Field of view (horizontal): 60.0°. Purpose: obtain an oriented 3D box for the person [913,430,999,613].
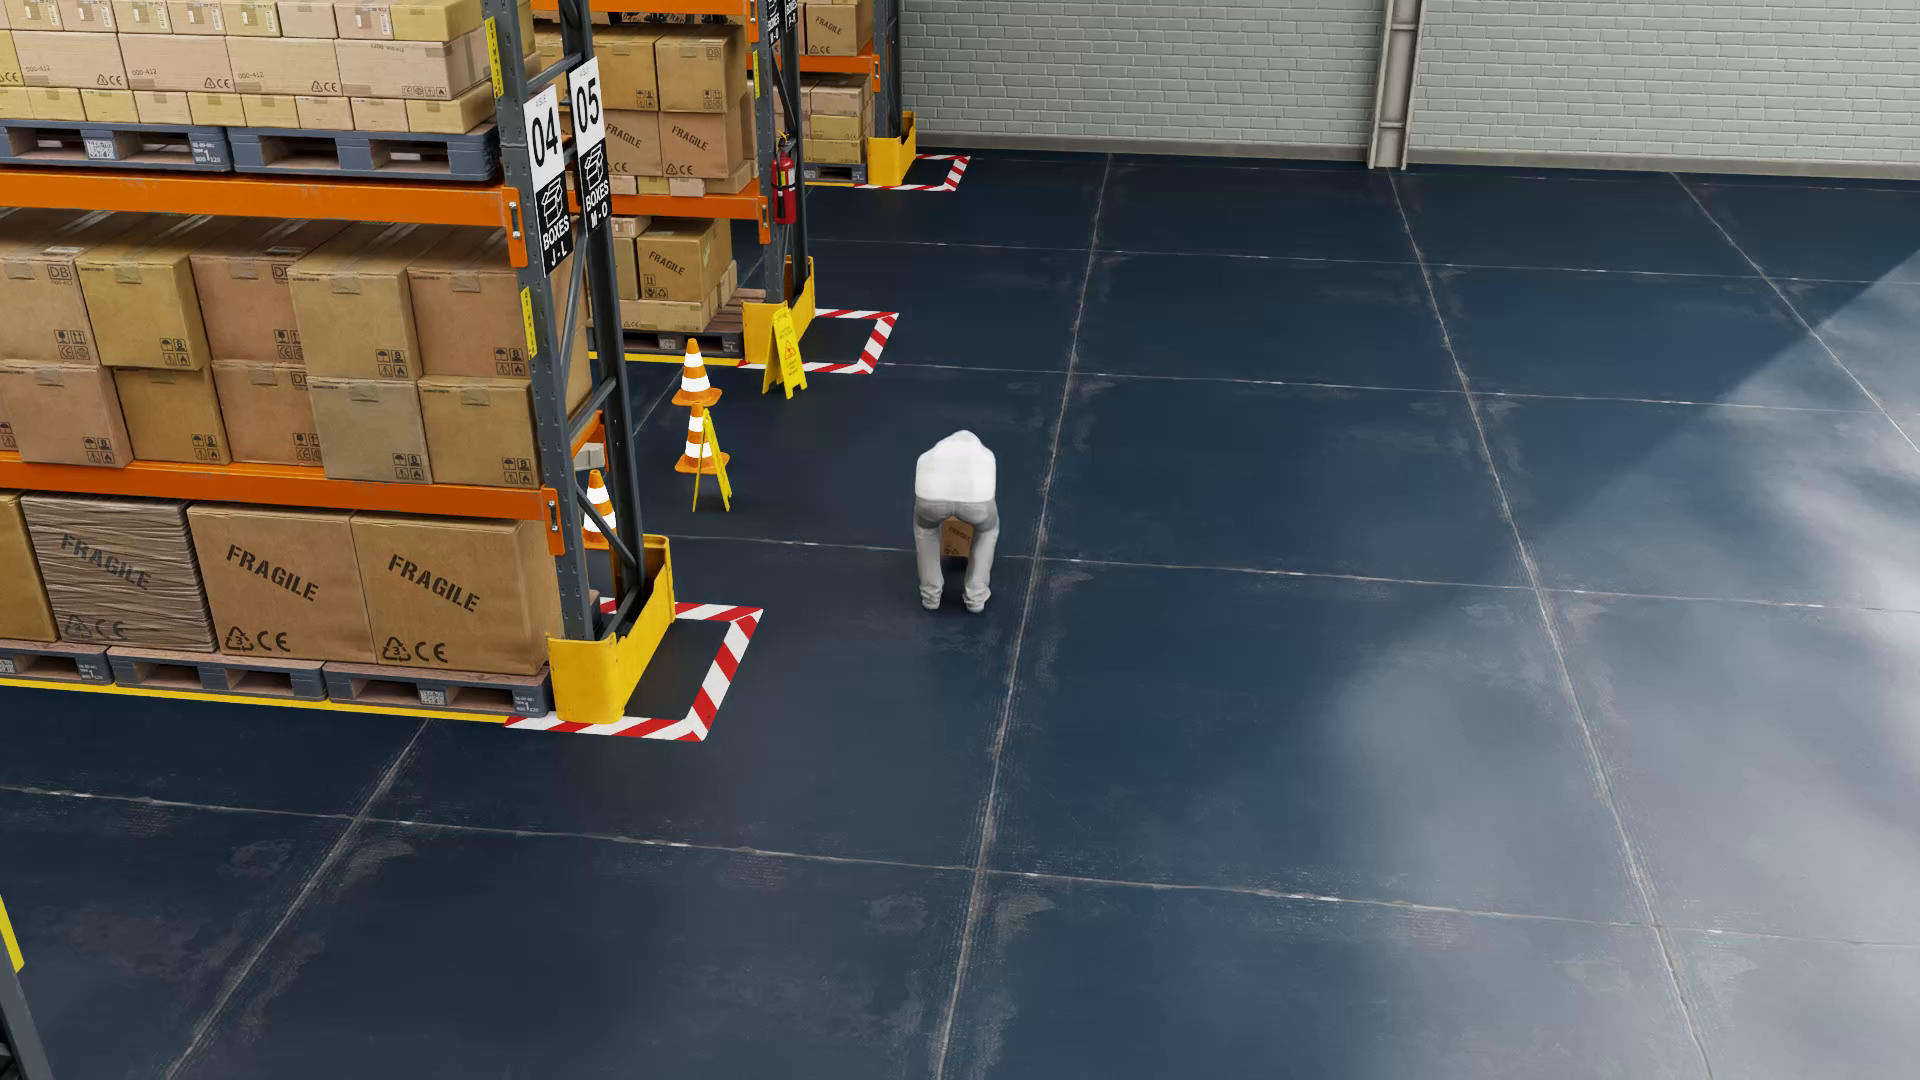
[{"bbox_3d":[-0.016,-0.189,9.748,0.503,1.015,1.001,2,28,4],"label":"person"}]
